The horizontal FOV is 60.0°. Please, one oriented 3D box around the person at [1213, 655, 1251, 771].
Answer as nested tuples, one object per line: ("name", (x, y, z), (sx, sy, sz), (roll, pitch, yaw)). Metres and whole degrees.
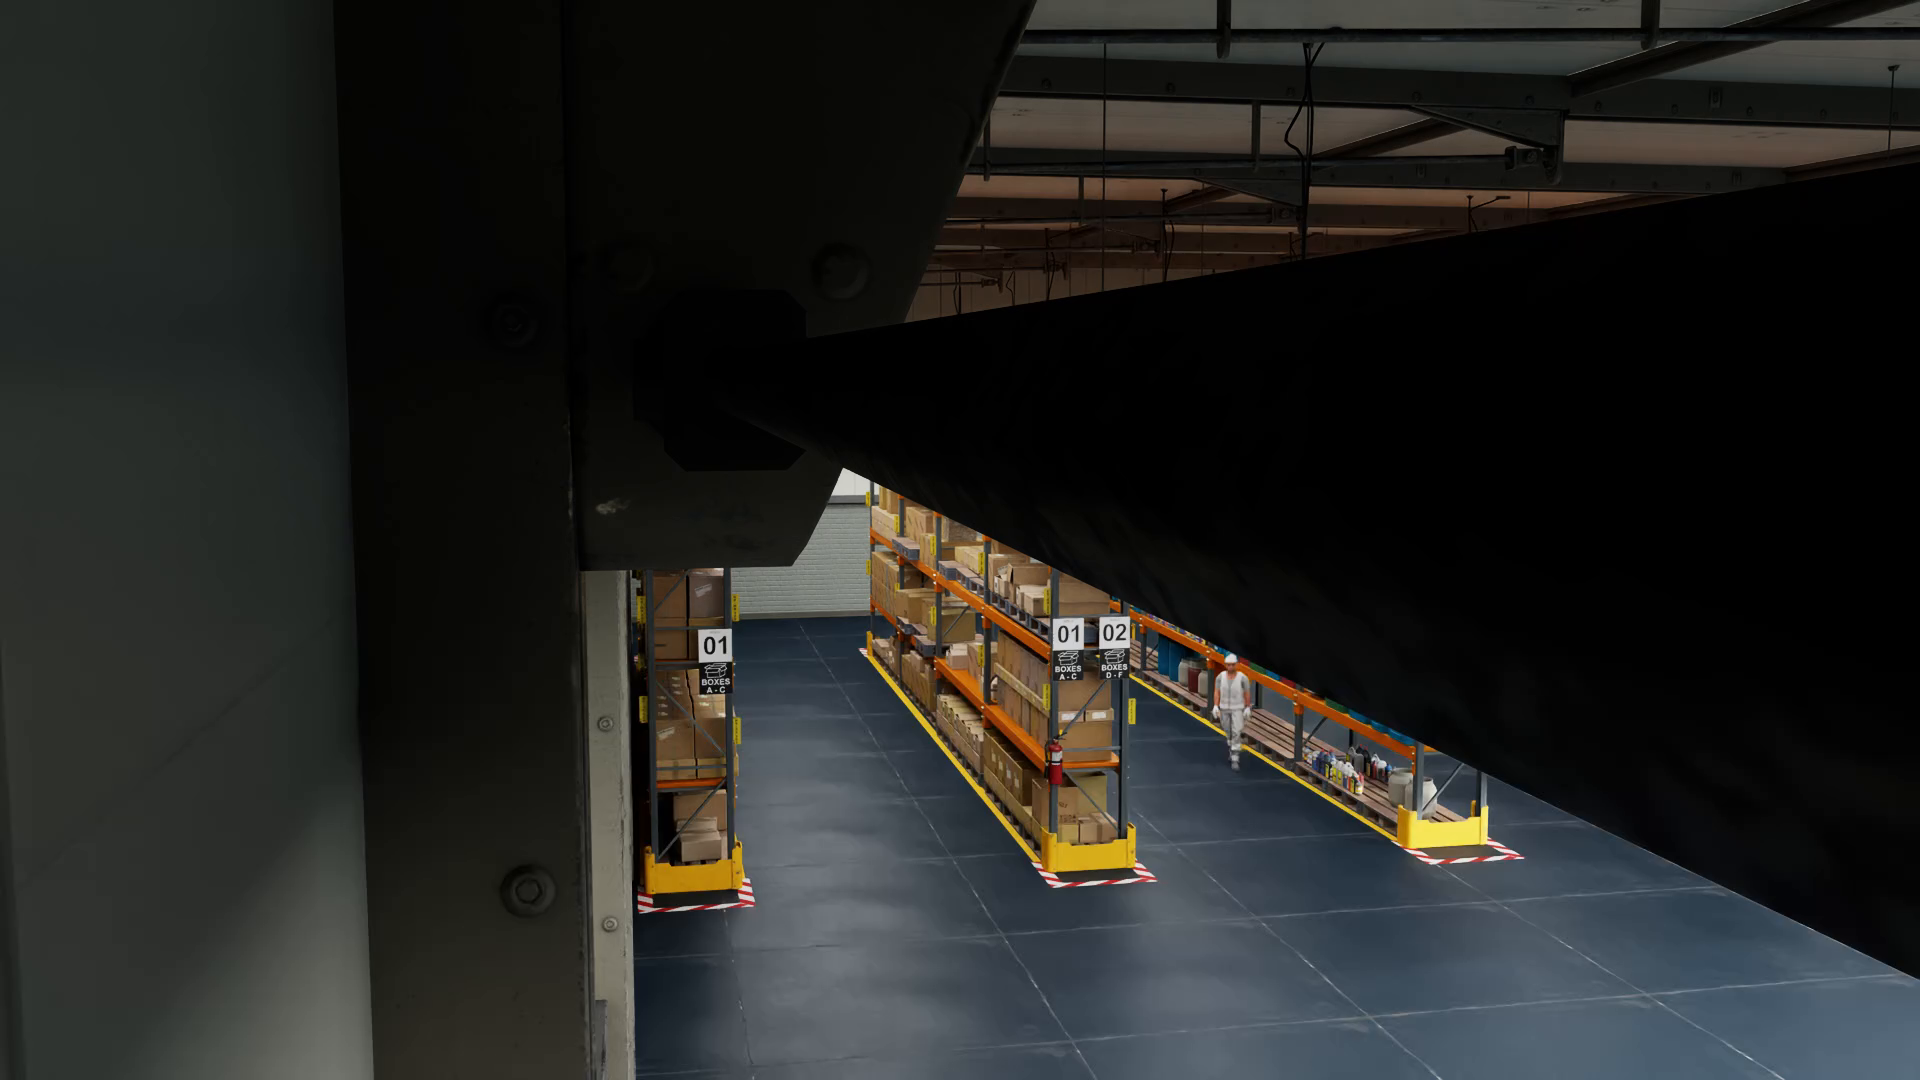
("person", (4.282, 2.686, 26.292), (0.560, 1.743, 0.917), (3, 7, 27))
